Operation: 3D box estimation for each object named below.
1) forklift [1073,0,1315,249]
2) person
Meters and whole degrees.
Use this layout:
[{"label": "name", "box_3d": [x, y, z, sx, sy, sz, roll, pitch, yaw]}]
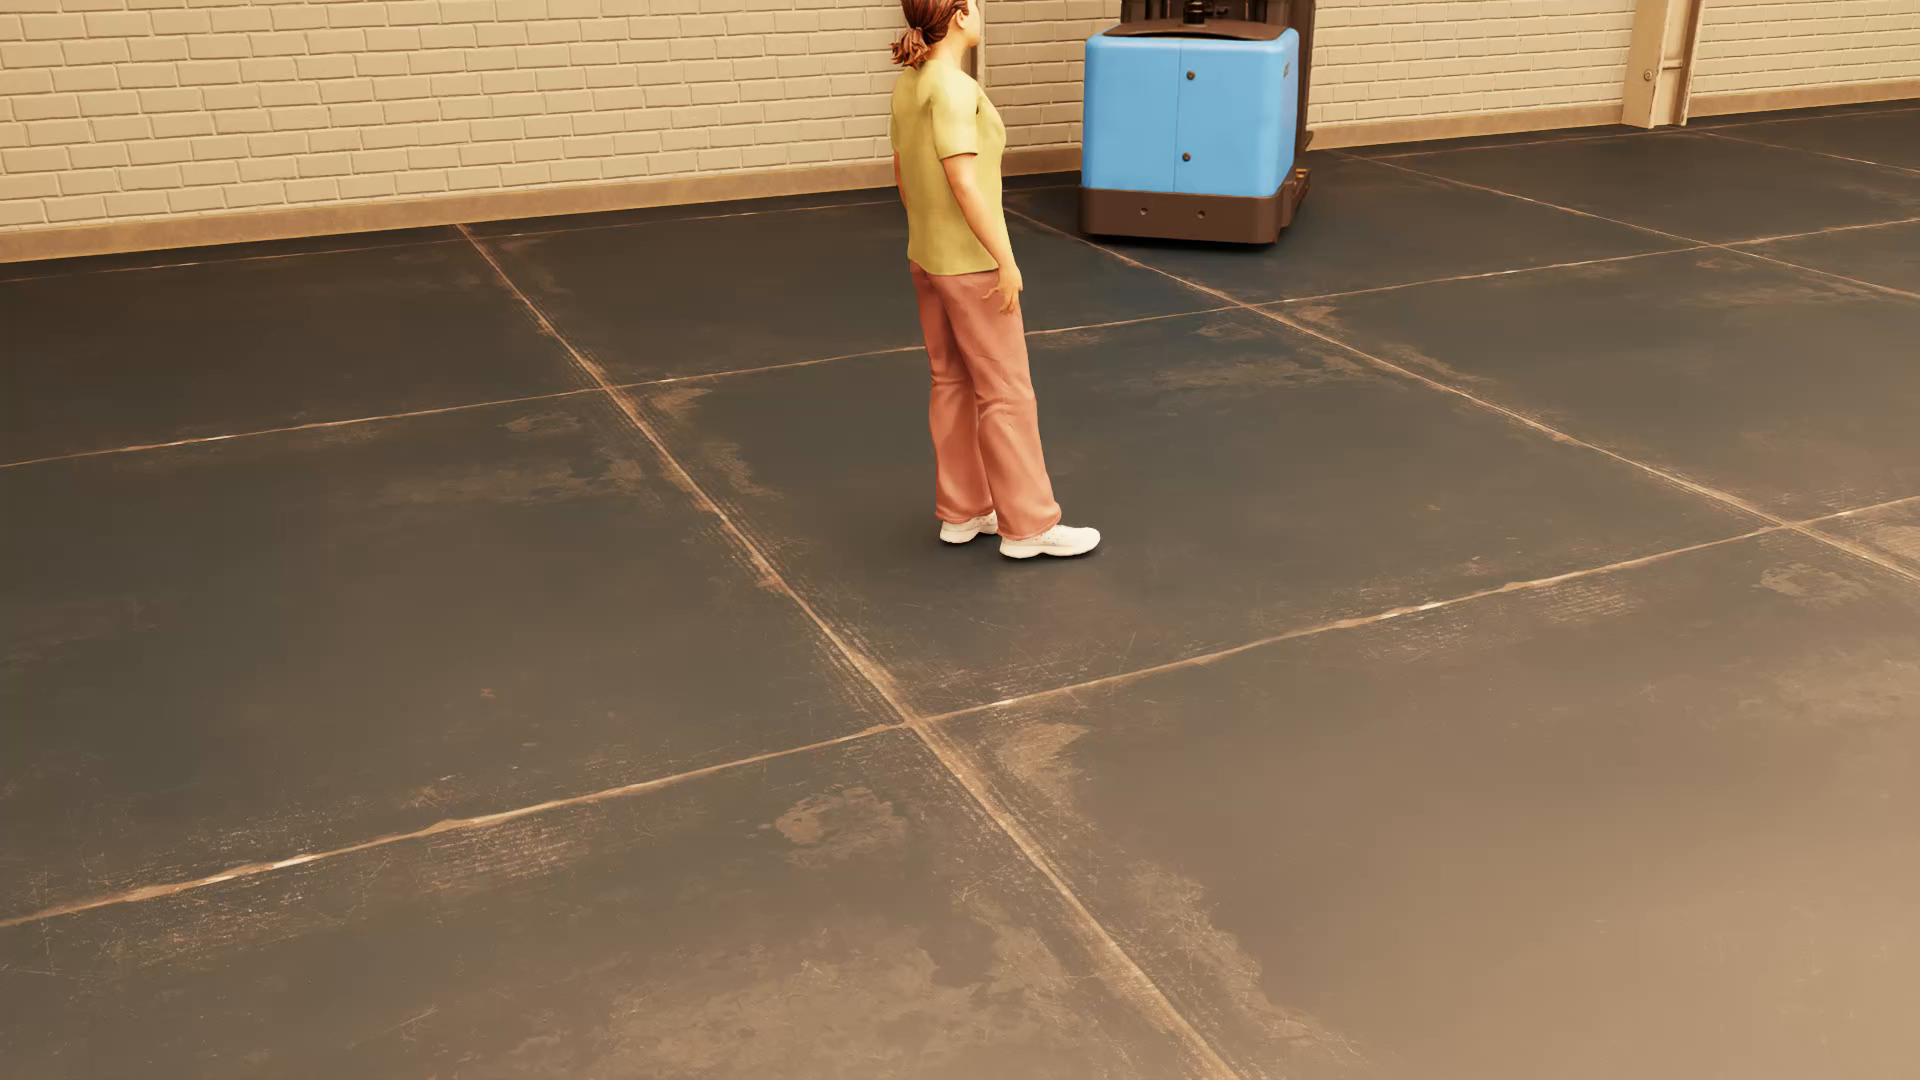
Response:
[{"label": "forklift", "box_3d": [1.499, -3.388, 9.443, 1.130, 2.935, 3.031, 6, 23, 15]}, {"label": "person", "box_3d": [0.071, -0.789, 4.801, 0.549, 1.676, 0.553, -10, 25, -23]}]
